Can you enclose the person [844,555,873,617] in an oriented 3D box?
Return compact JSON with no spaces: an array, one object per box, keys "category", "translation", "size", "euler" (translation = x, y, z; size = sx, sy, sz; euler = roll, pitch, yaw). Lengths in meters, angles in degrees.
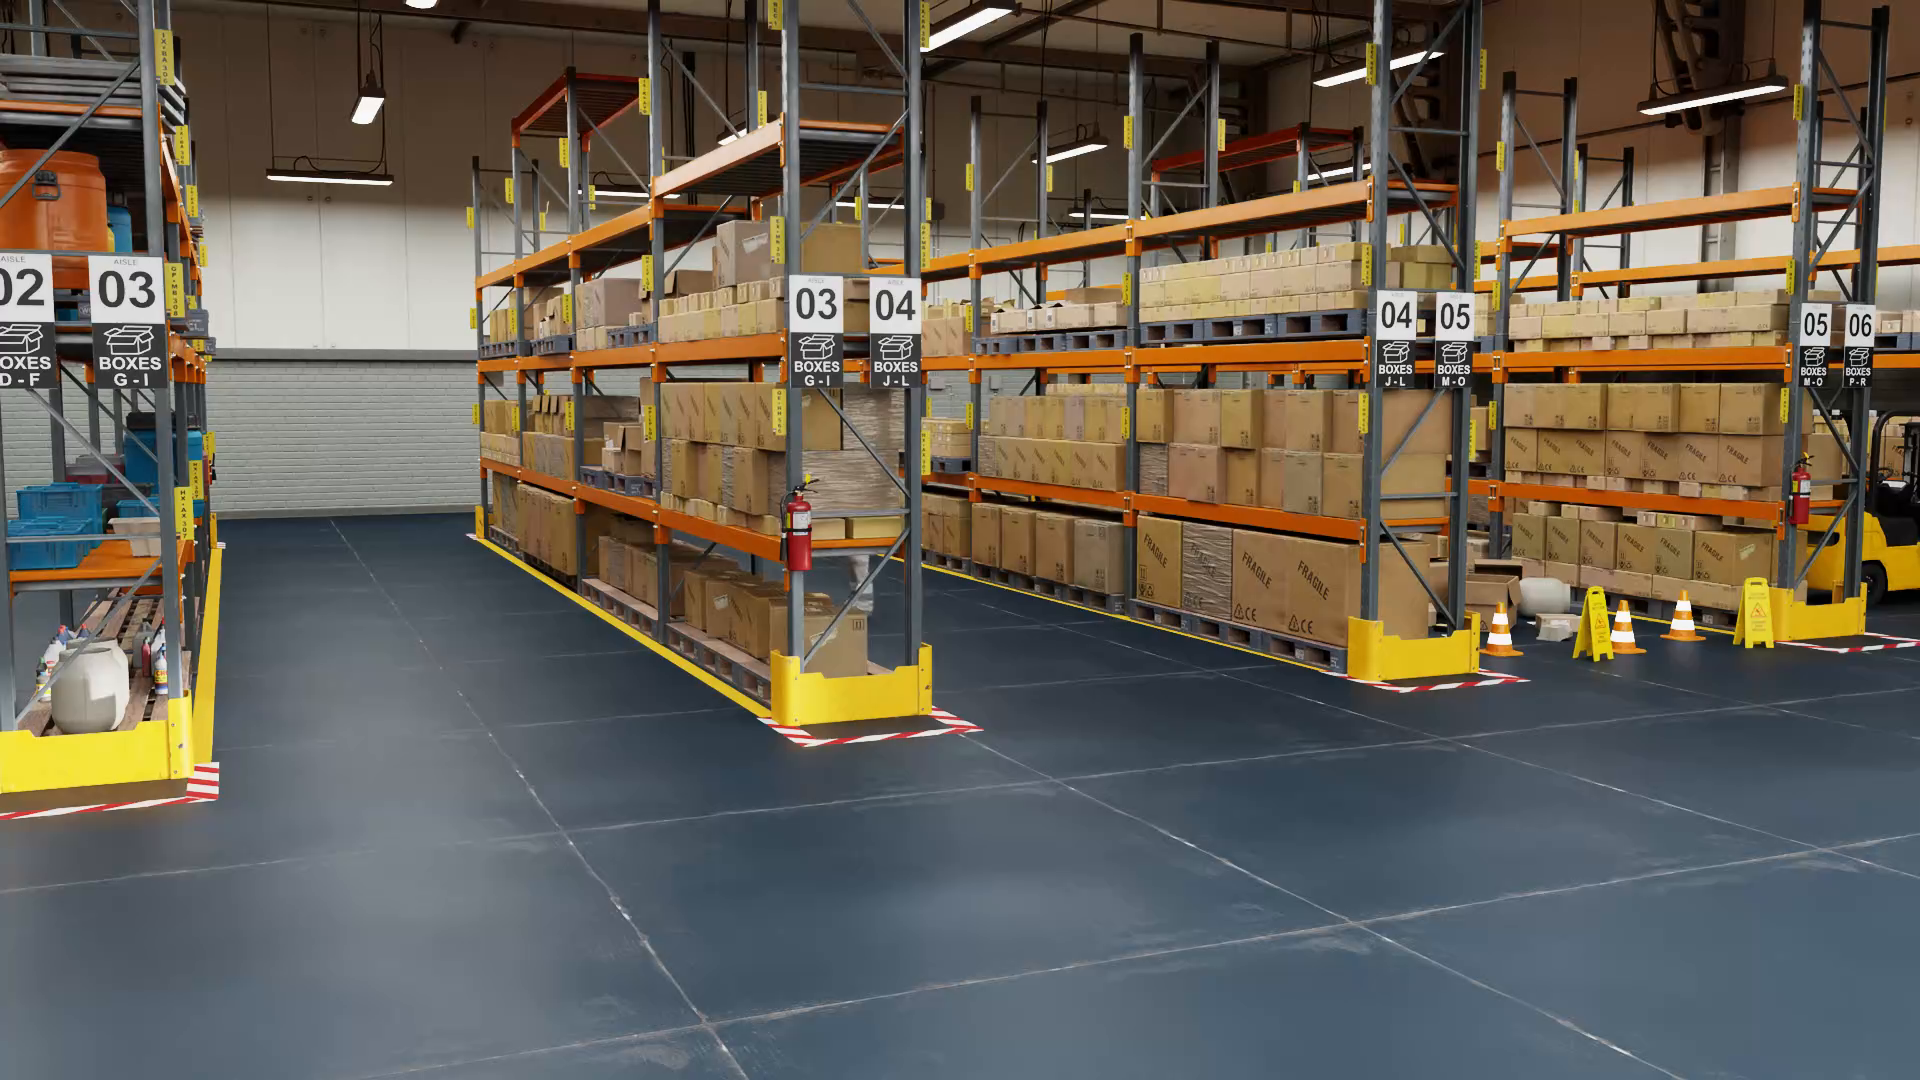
[{"category":"person","translation":[-1.088,-0.085,17.477],"size":[0.355,1.789,0.523],"euler":[-2,6,-22]}]
